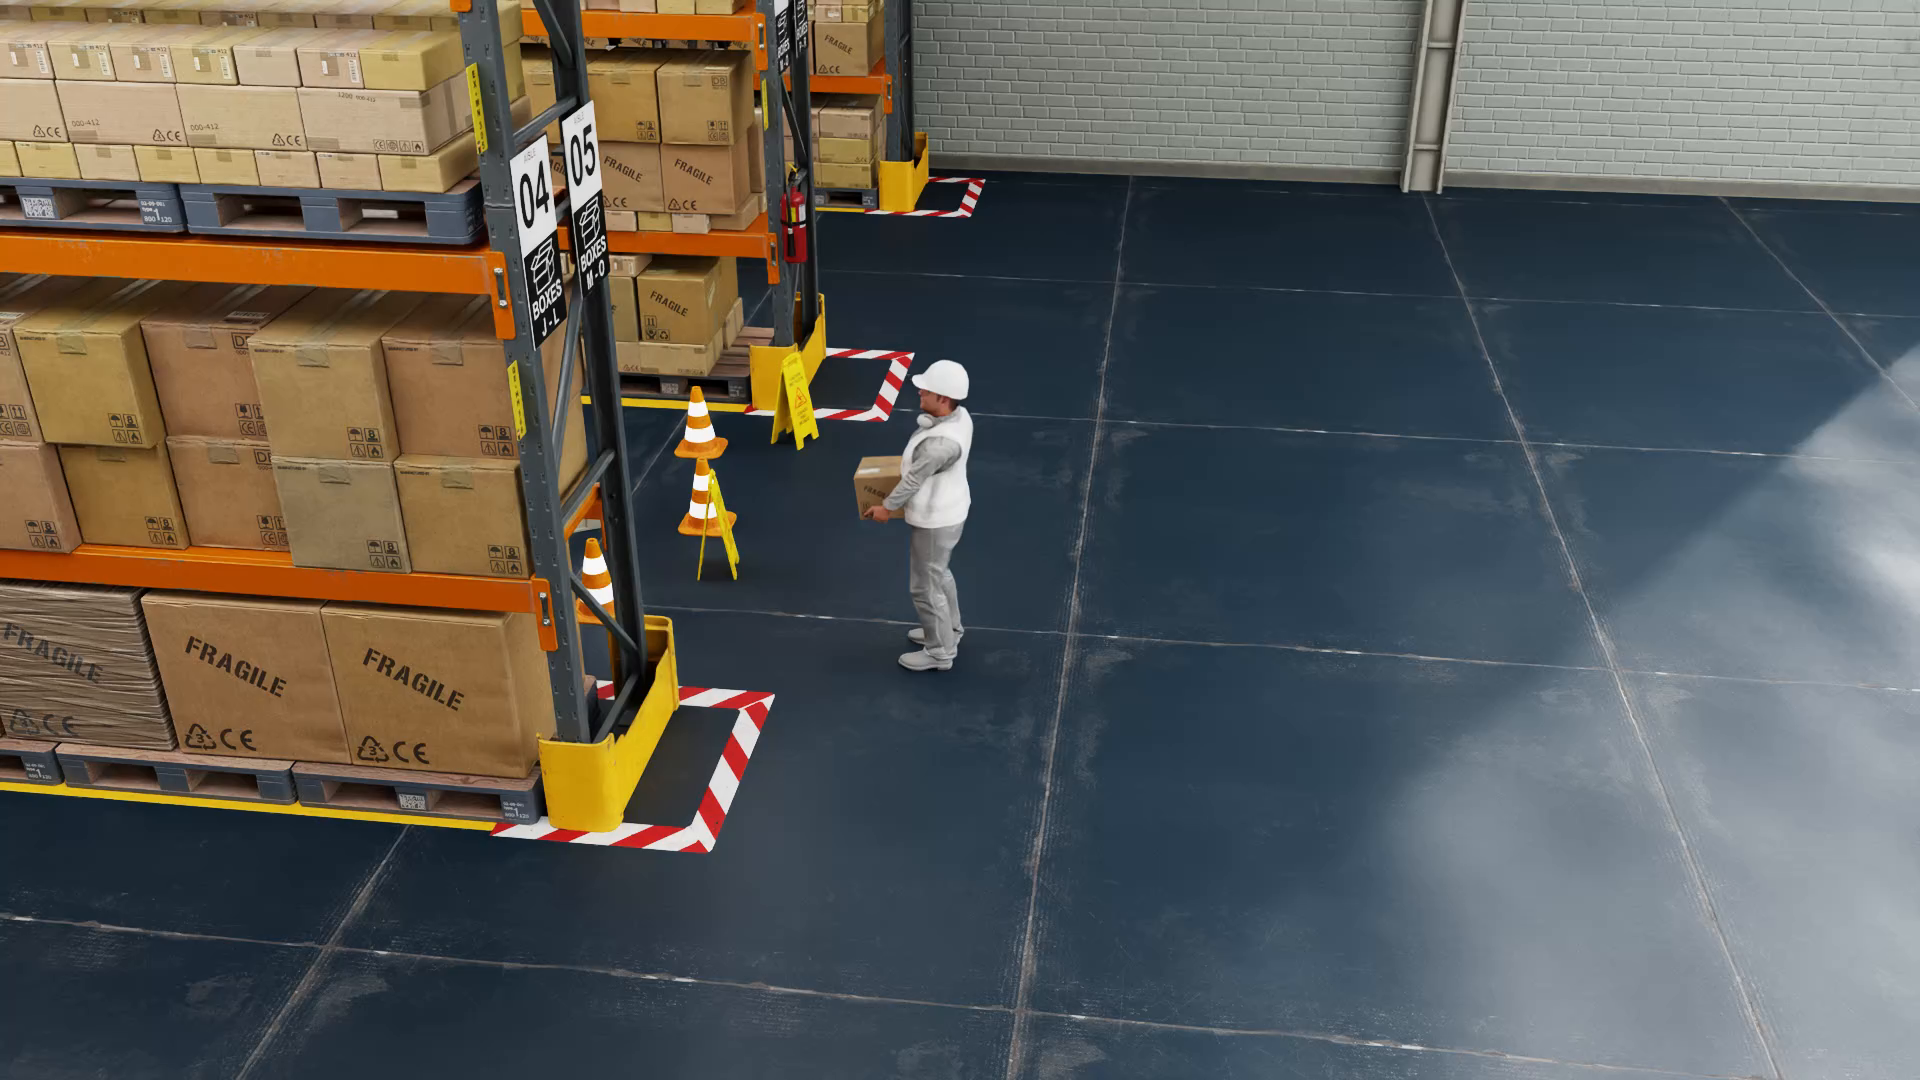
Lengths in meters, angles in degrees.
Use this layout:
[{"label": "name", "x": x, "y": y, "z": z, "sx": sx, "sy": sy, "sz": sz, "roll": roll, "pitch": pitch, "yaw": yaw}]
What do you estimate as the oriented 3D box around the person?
[{"label": "person", "x": -0.222, "y": -0.138, "z": 8.861, "sx": 0.548, "sy": 1.764, "sz": 0.494, "roll": 4, "pitch": 28, "yaw": 7}]
